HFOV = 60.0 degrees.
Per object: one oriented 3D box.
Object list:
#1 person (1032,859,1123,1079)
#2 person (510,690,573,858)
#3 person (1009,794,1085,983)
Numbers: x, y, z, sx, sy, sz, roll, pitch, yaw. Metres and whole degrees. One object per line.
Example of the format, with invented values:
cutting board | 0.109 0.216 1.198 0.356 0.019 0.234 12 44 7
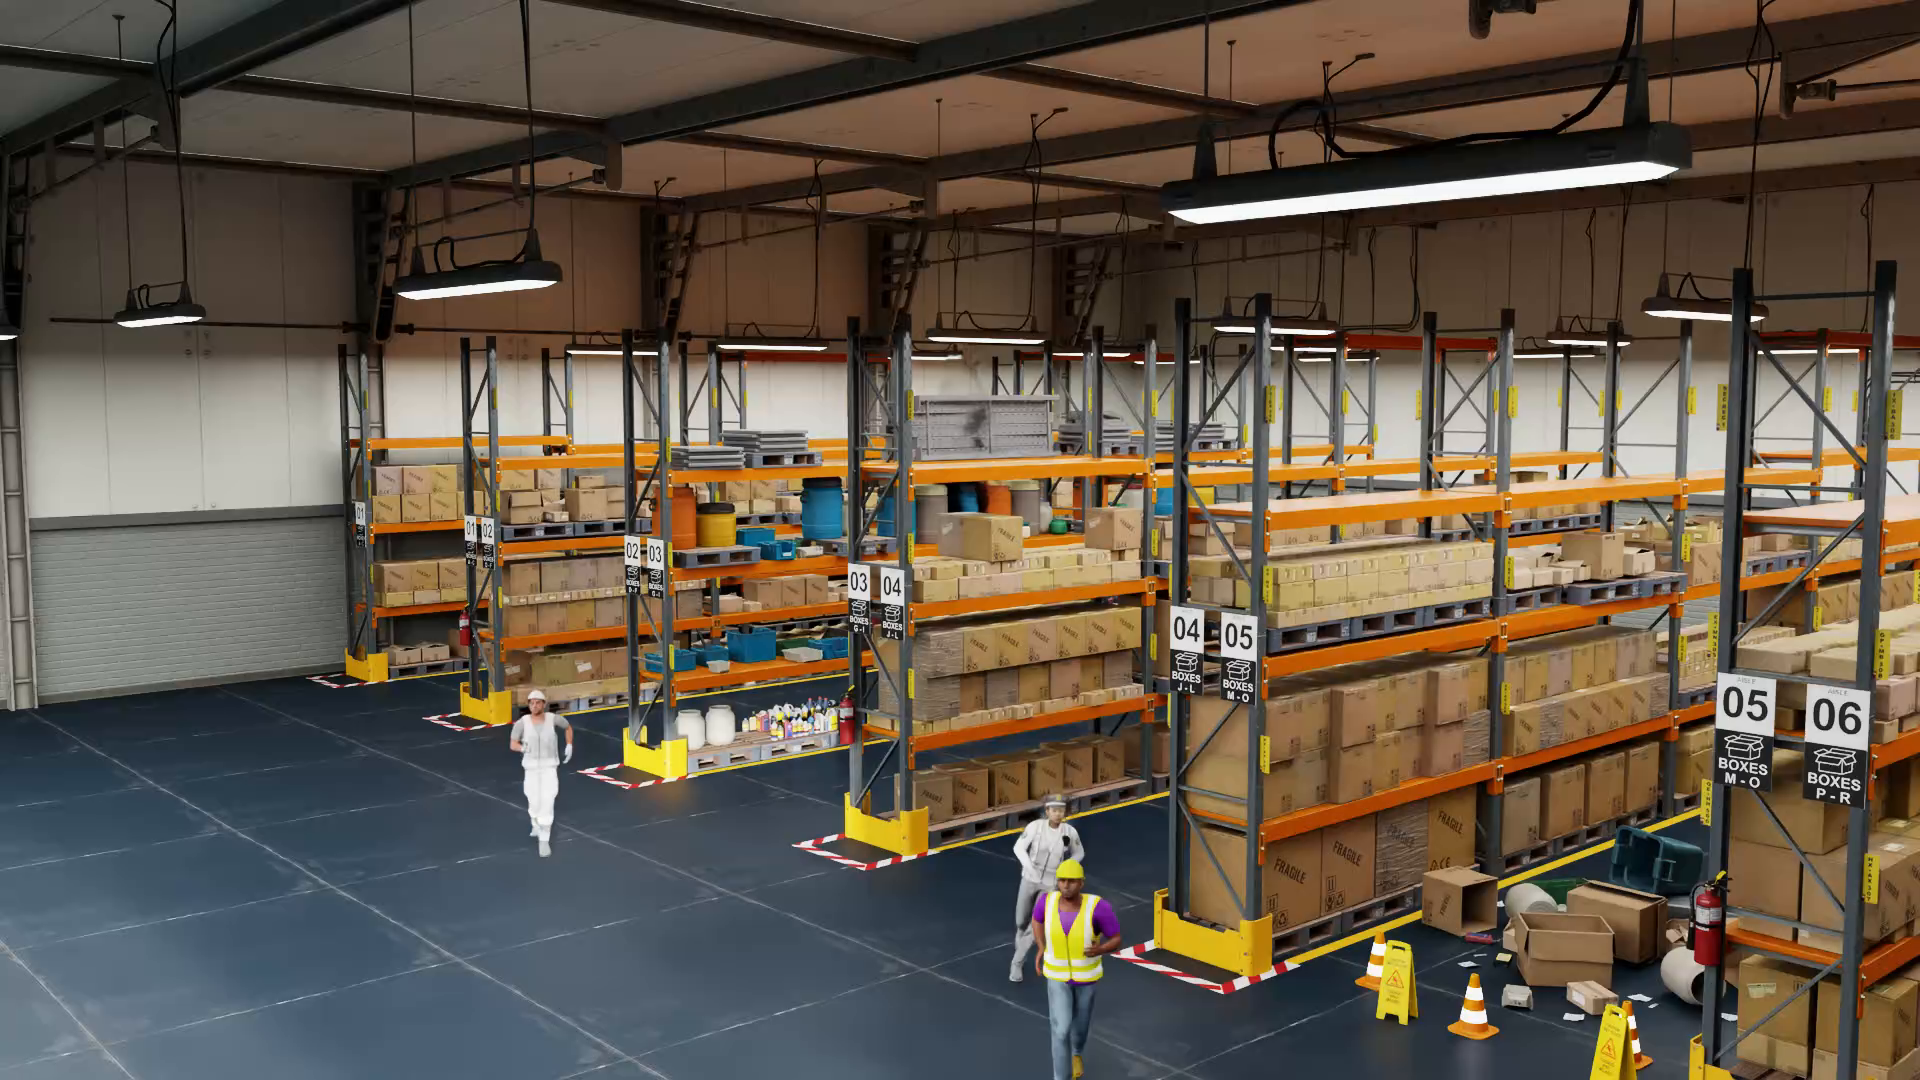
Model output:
person | 0.844 3.196 12.114 0.676 1.794 0.909 1 5 7
person | -4.740 2.602 18.799 0.665 1.810 0.893 -1 5 -8
person | 0.782 3.034 14.827 0.645 1.642 0.808 1 5 7
